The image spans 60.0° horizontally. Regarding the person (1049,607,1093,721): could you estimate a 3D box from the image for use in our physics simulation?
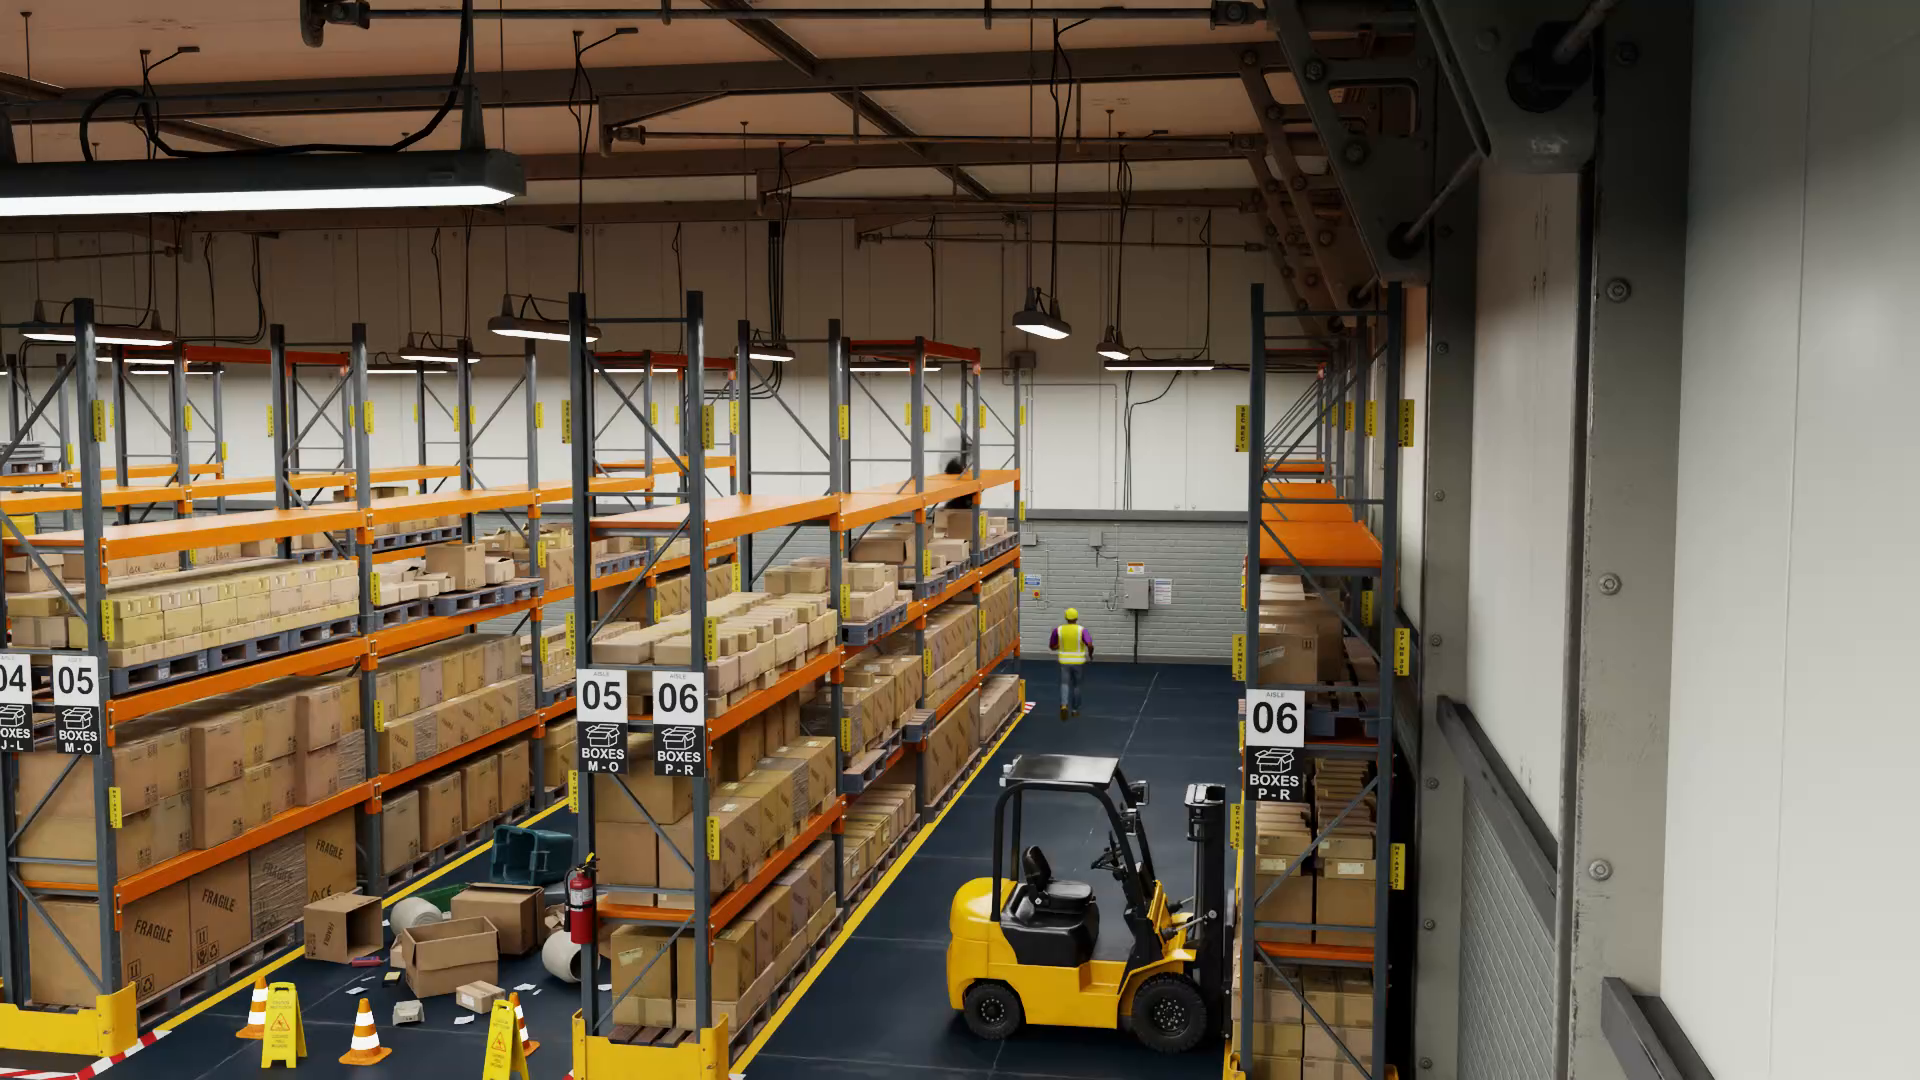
[{"bbox_3d":[1.750,1.921,25.950,0.714,1.760,0.789,1,5,12],"label":"person"}]
